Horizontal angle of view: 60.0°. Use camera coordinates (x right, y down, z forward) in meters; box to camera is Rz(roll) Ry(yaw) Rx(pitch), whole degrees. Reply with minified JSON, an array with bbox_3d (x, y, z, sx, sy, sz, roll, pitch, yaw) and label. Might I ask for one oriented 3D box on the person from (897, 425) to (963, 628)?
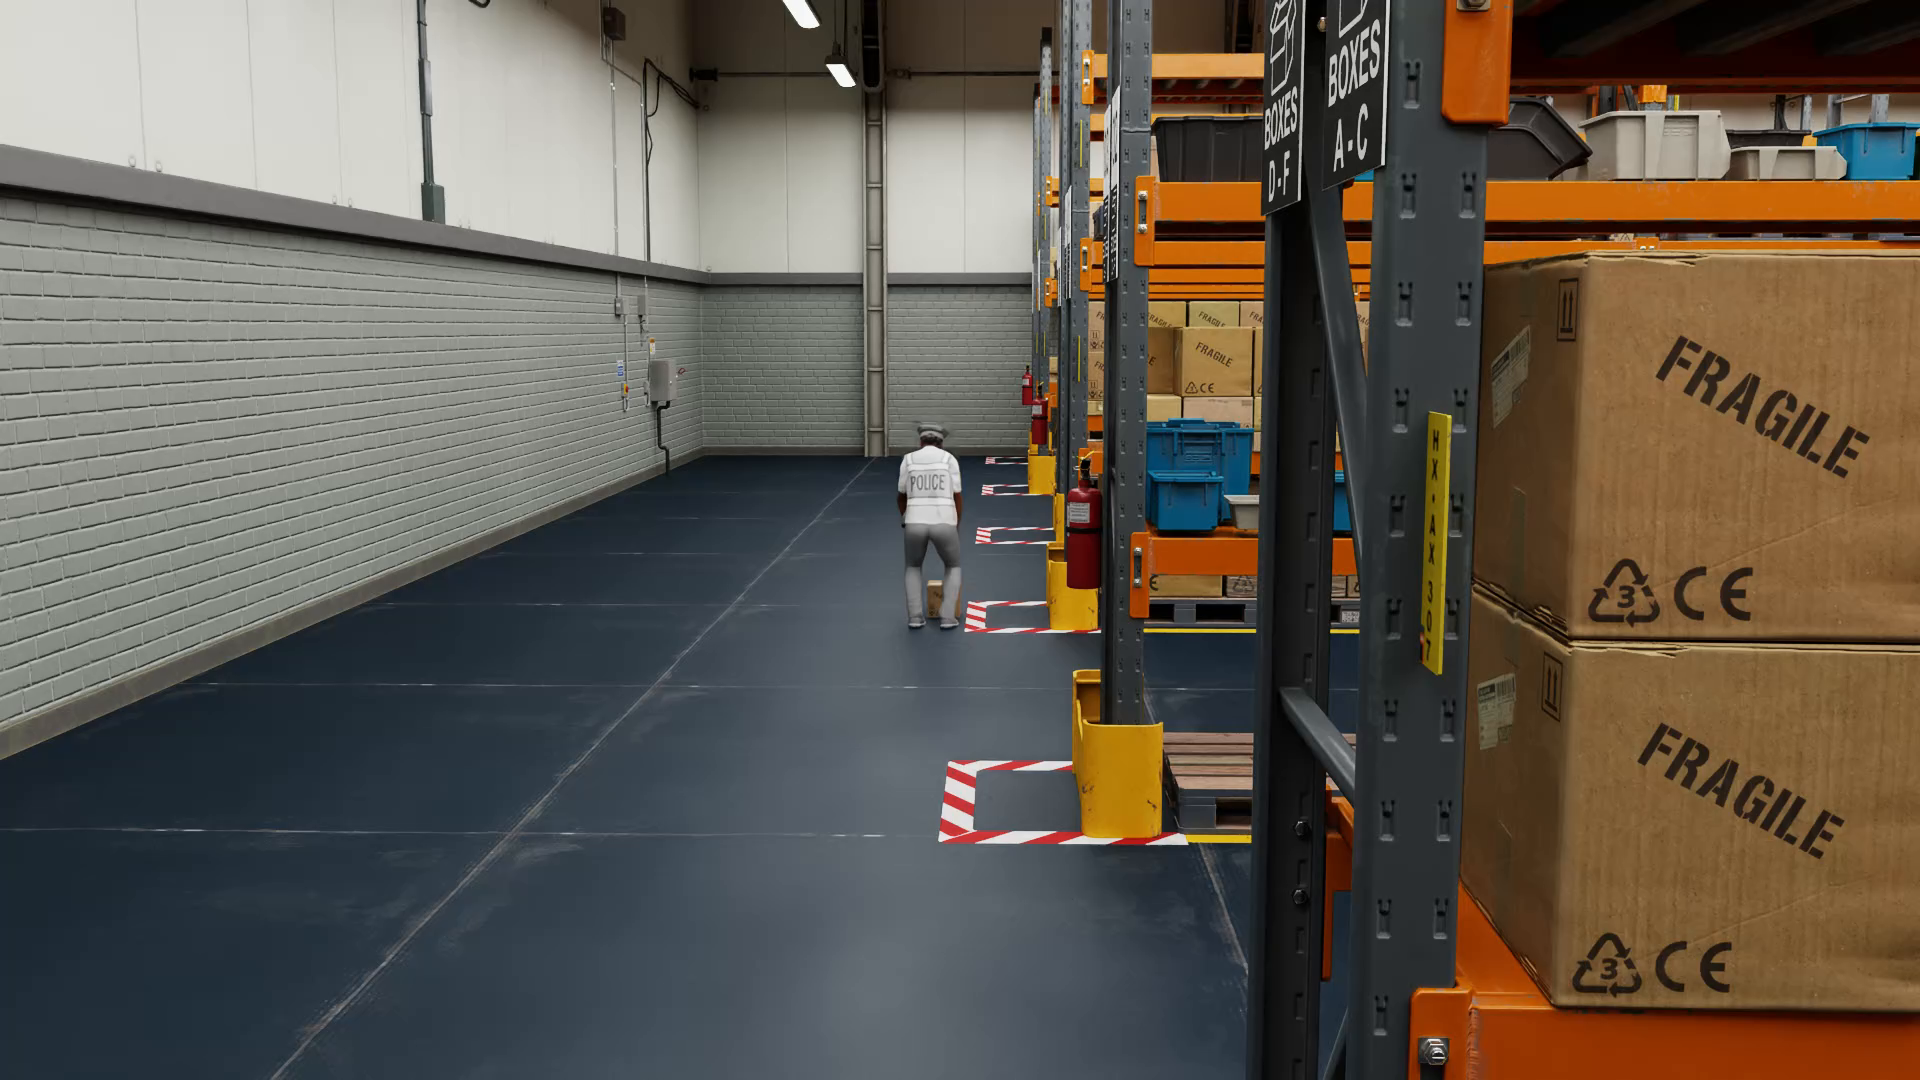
[{"bbox_3d":[-0.230,-0.097,12.271,0.490,1.487,0.628,1,7,9],"label":"person"}]
